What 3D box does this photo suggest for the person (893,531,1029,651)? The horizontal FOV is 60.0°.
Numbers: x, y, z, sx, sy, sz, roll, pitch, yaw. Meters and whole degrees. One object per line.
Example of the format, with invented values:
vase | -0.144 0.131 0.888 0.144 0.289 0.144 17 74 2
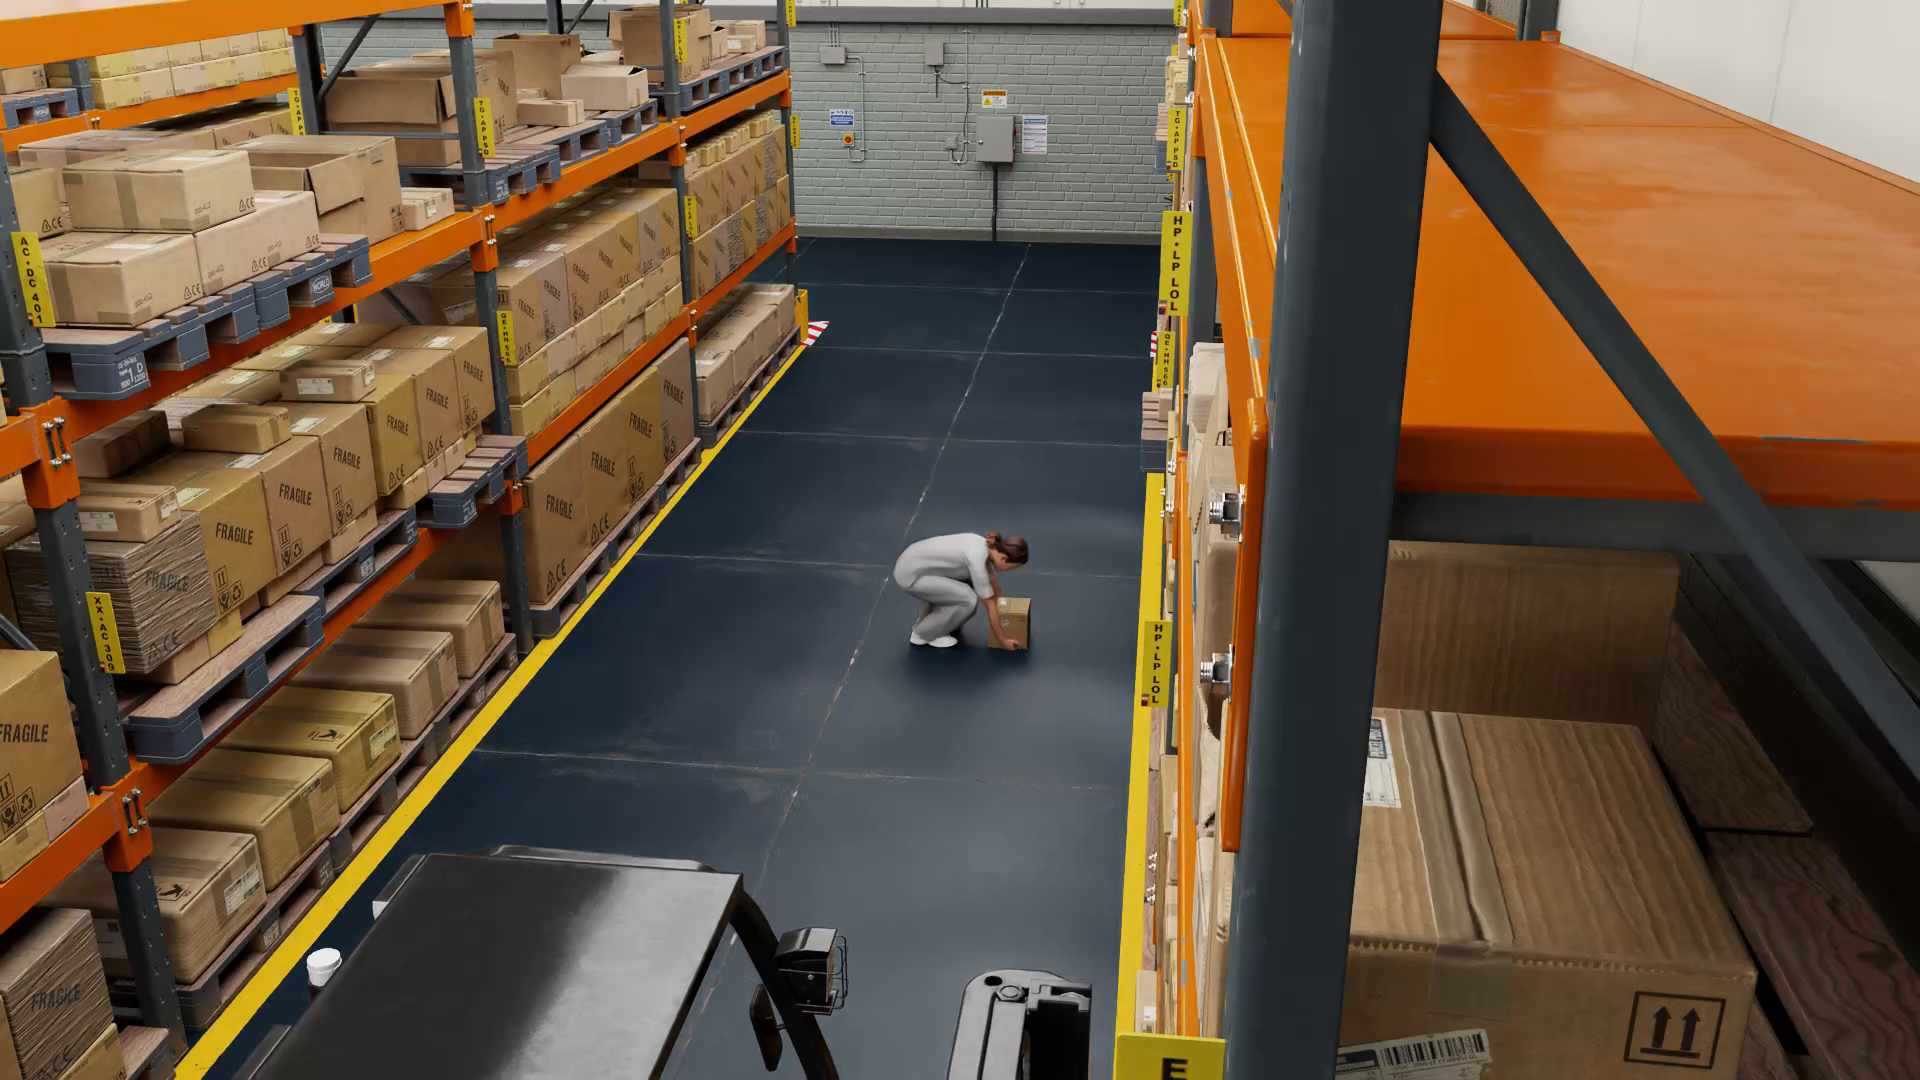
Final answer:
person | 0.007 0.294 10.639 0.858 0.765 0.461 2 21 5
